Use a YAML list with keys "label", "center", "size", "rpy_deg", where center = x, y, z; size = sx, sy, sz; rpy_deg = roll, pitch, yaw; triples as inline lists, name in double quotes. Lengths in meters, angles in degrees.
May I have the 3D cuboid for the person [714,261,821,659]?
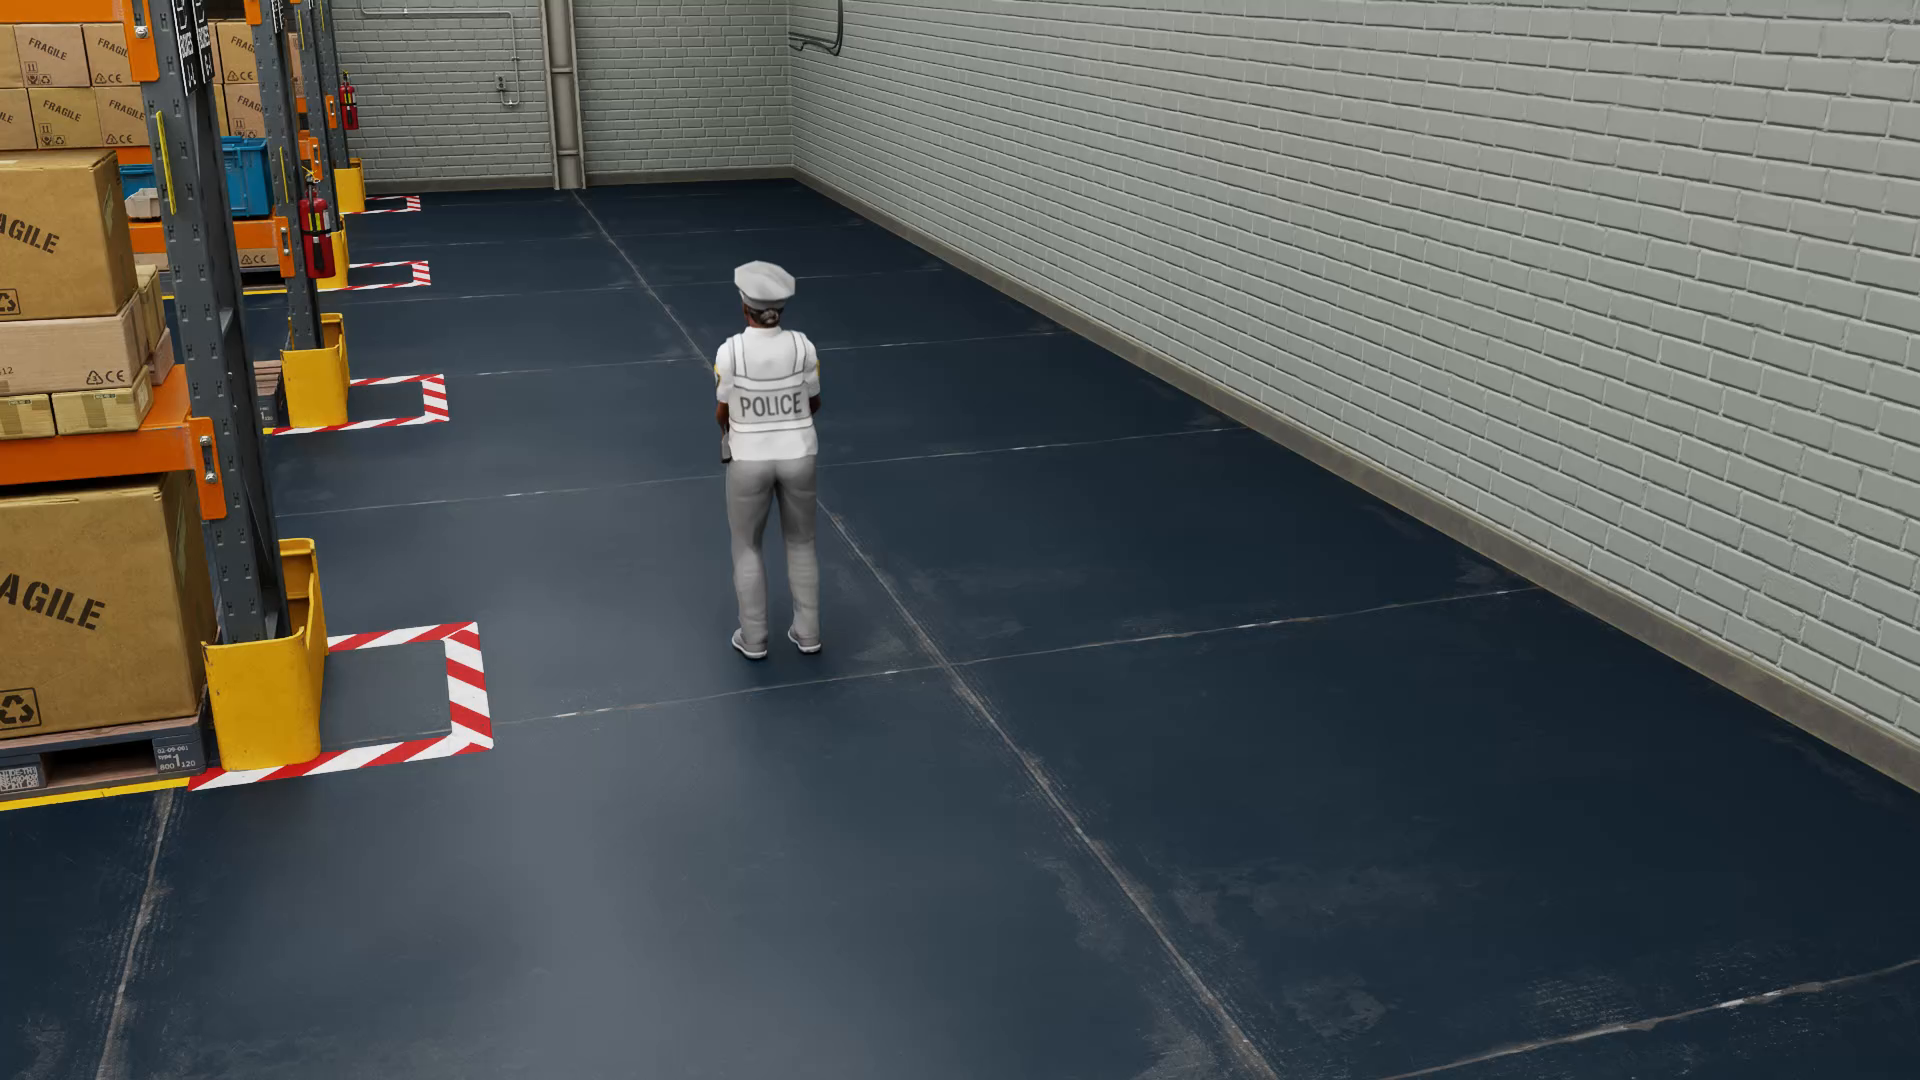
- label: "person"
  center: [-0.809, -0.346, 7.020]
  size: [0.451, 1.689, 0.527]
  rpy_deg: [-6, 20, -16]
